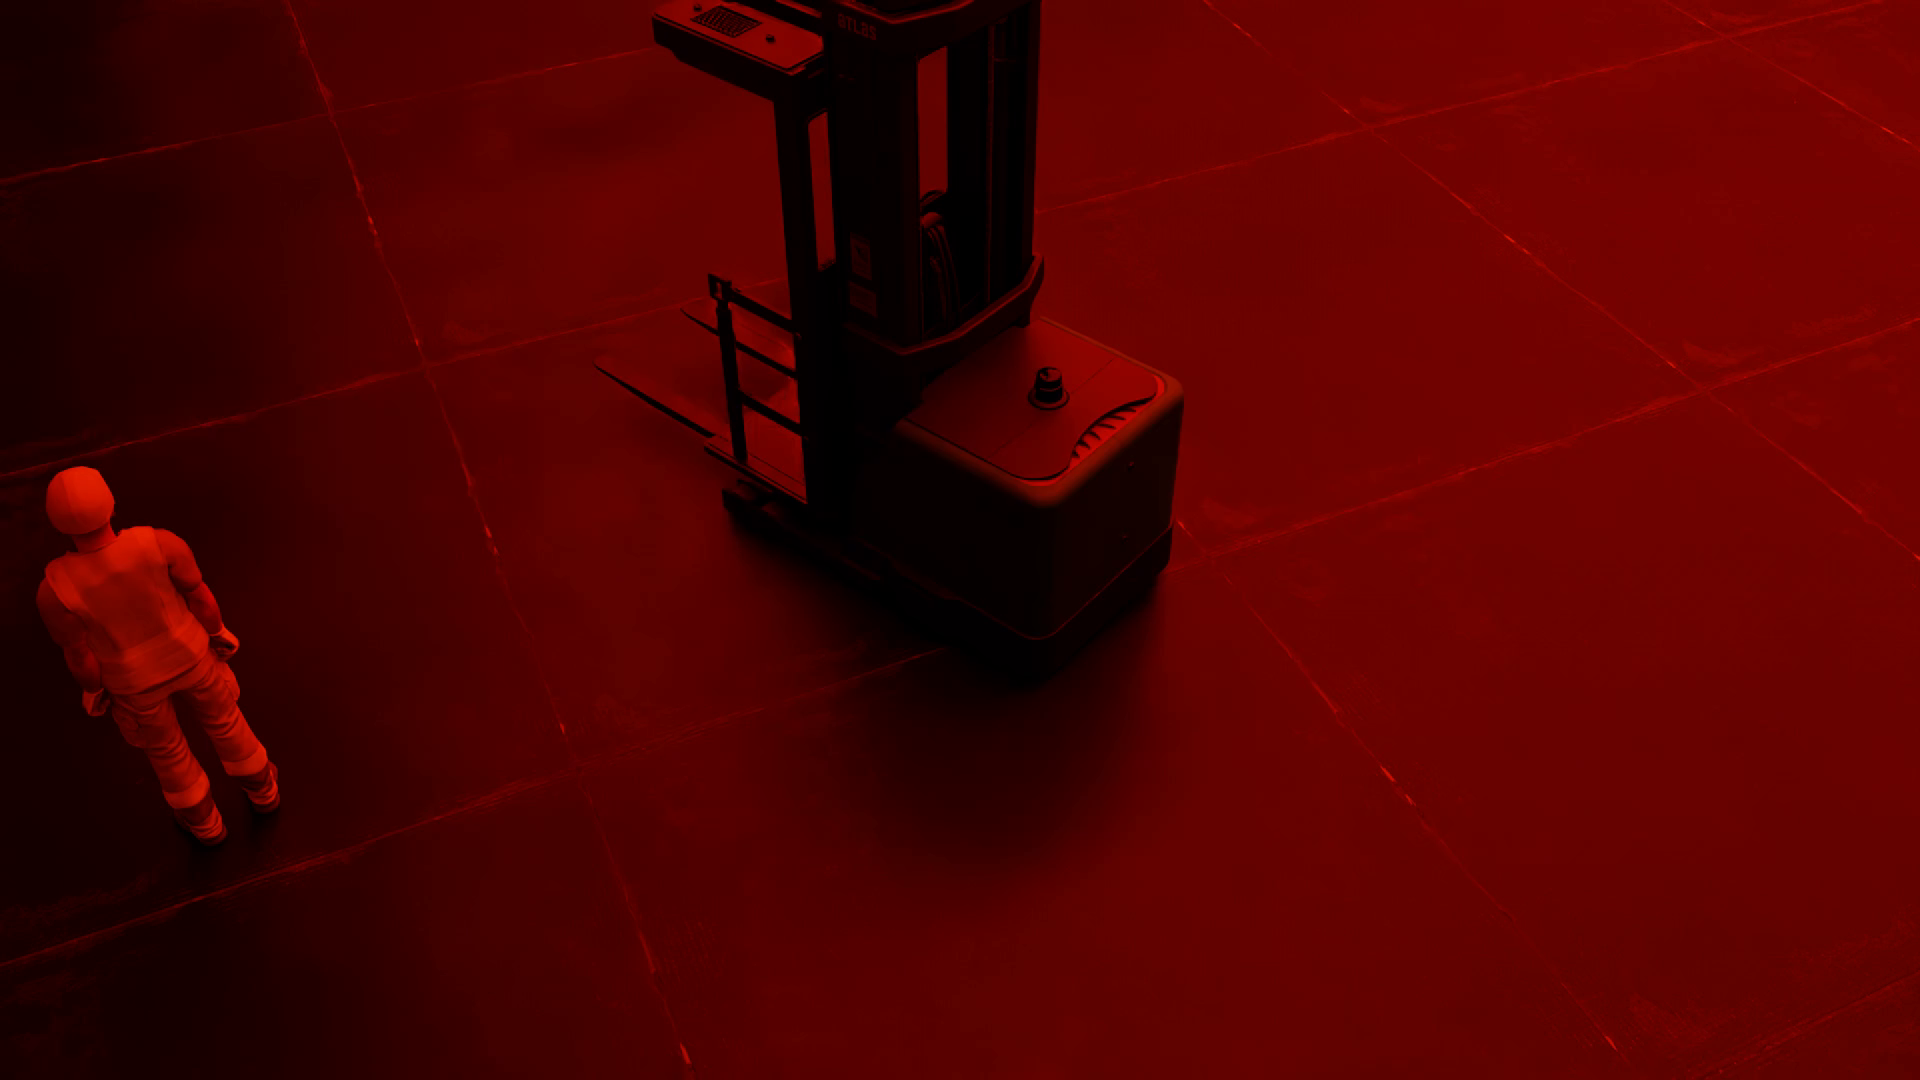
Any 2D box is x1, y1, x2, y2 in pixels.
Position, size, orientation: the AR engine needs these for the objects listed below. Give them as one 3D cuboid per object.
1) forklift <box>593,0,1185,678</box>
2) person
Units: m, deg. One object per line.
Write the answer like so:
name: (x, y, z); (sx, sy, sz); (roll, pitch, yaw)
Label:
forklift: (-0.497, -1.336, 7.111); (3.031, 2.935, 1.130); (30, 50, 28)
person: (-2.931, 0.433, 6.052); (0.559, 1.795, 0.354); (-28, 50, -27)
